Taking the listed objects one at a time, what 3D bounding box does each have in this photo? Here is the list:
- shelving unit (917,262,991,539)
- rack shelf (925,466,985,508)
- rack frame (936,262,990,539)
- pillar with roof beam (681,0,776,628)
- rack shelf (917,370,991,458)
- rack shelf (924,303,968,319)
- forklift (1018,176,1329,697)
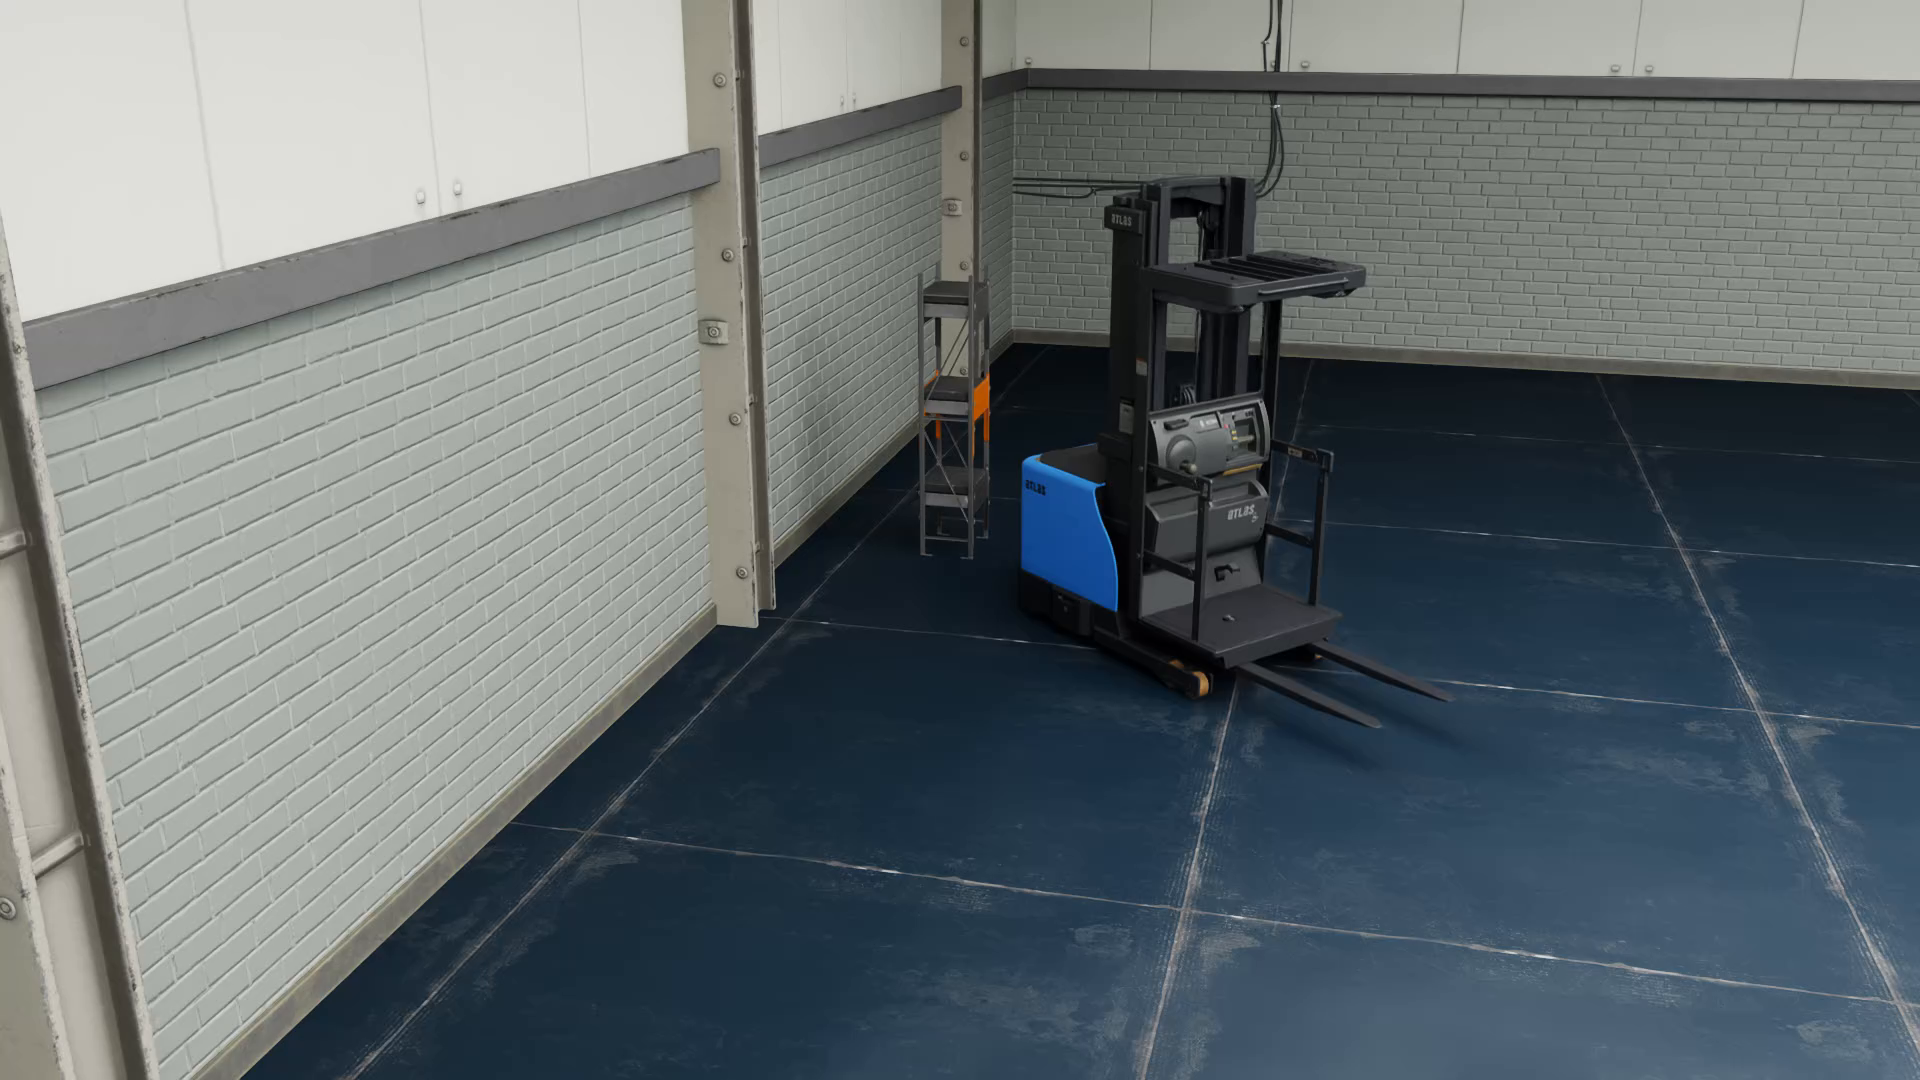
[{"bbox_3d":[-0.039,-0.944,12.202,0.431,2.100,0.492,5,19,13],"label":"shelving unit"},{"bbox_3d":[-0.040,-0.396,12.383,0.368,0.174,0.457,5,19,13],"label":"rack shelf"},{"bbox_3d":[0.019,-1.018,12.420,0.400,2.100,0.015,5,19,13],"label":"rack frame"},{"bbox_3d":[2.724,-3.411,8.752,9.100,9.000,0.400,5,19,13],"label":"pillar with roof beam"},{"bbox_3d":[-0.040,-0.929,12.201,0.431,0.518,0.480,5,19,13],"label":"rack shelf"},{"bbox_3d":[-0.040,-1.686,11.942,0.332,0.100,0.442,5,19,13],"label":"rack shelf"},{"bbox_3d":[1.652,-0.618,9.962,1.130,2.935,3.031,-13,23,-33],"label":"forklift"}]
